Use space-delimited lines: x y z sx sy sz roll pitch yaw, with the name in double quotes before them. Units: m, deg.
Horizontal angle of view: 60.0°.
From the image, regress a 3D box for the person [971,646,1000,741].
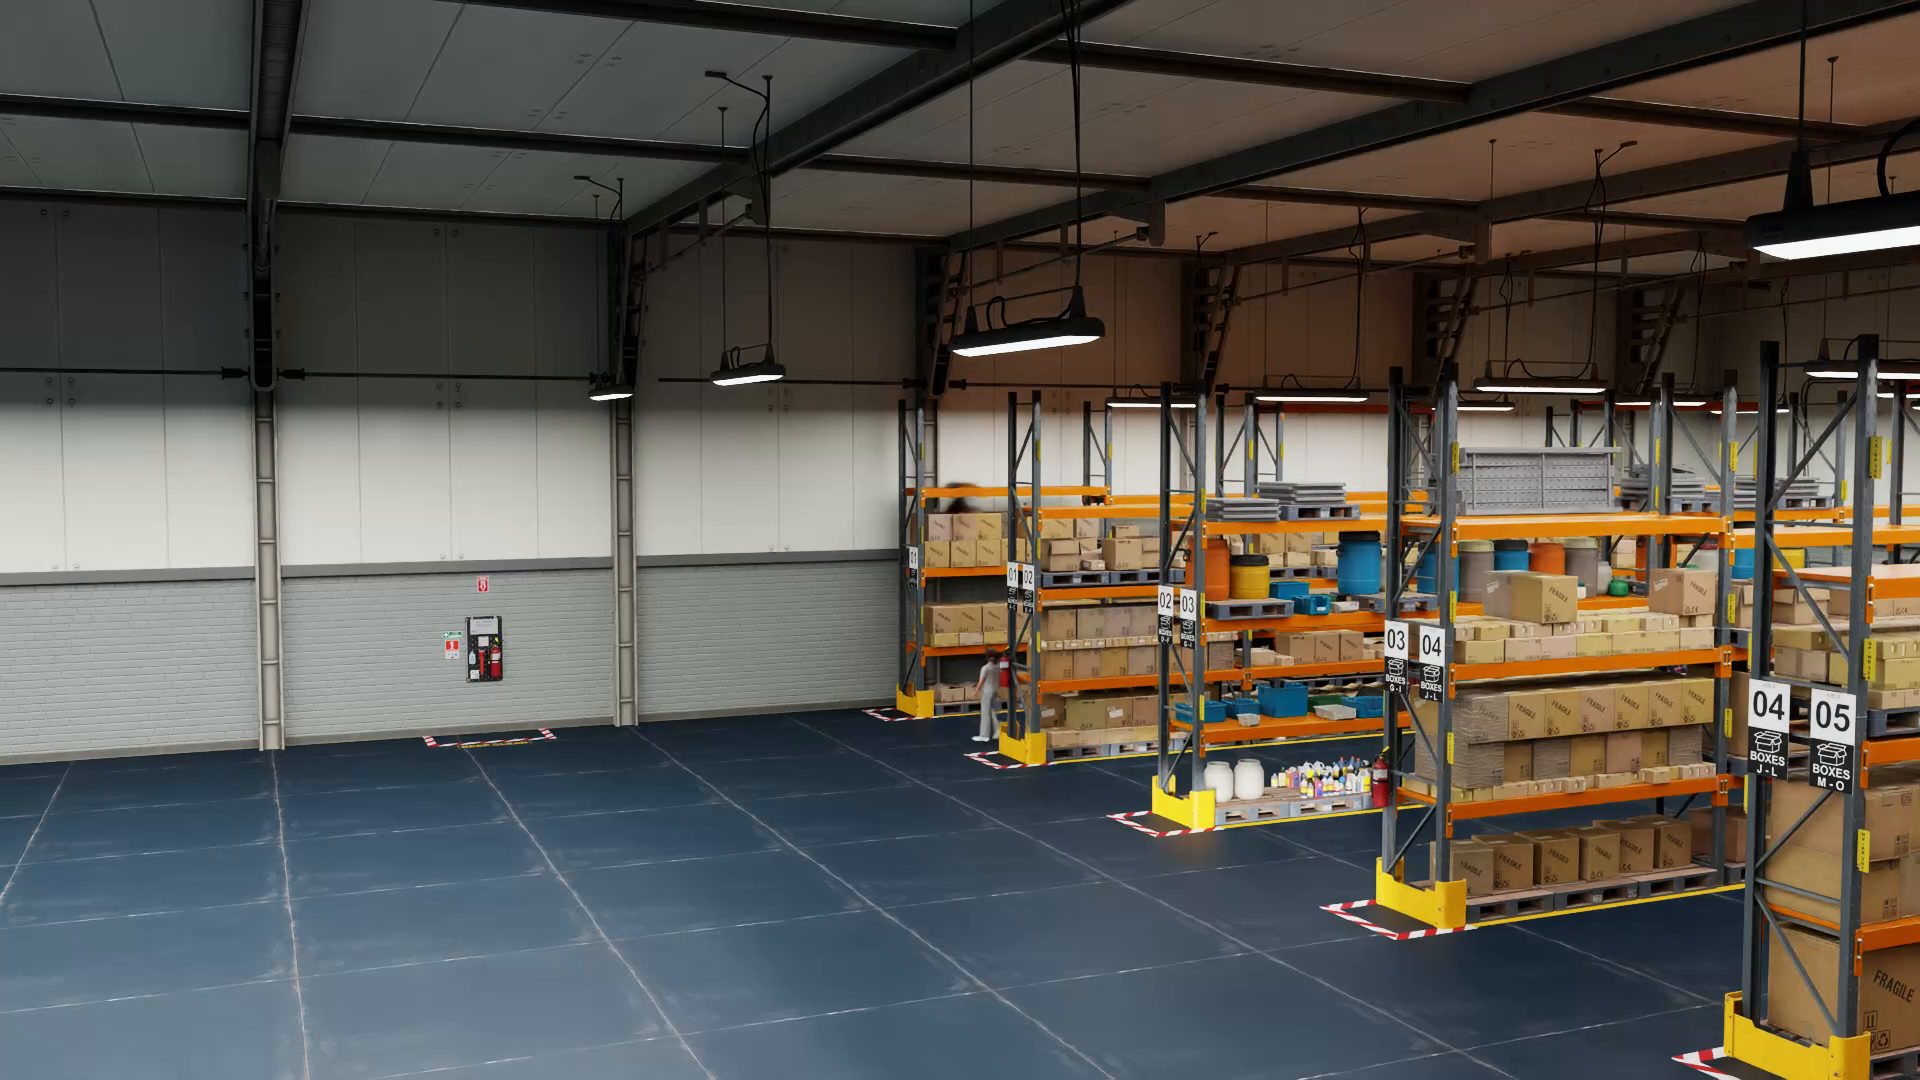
"person" 0.499 2.650 28.736 0.509 1.661 0.549 2 4 33
